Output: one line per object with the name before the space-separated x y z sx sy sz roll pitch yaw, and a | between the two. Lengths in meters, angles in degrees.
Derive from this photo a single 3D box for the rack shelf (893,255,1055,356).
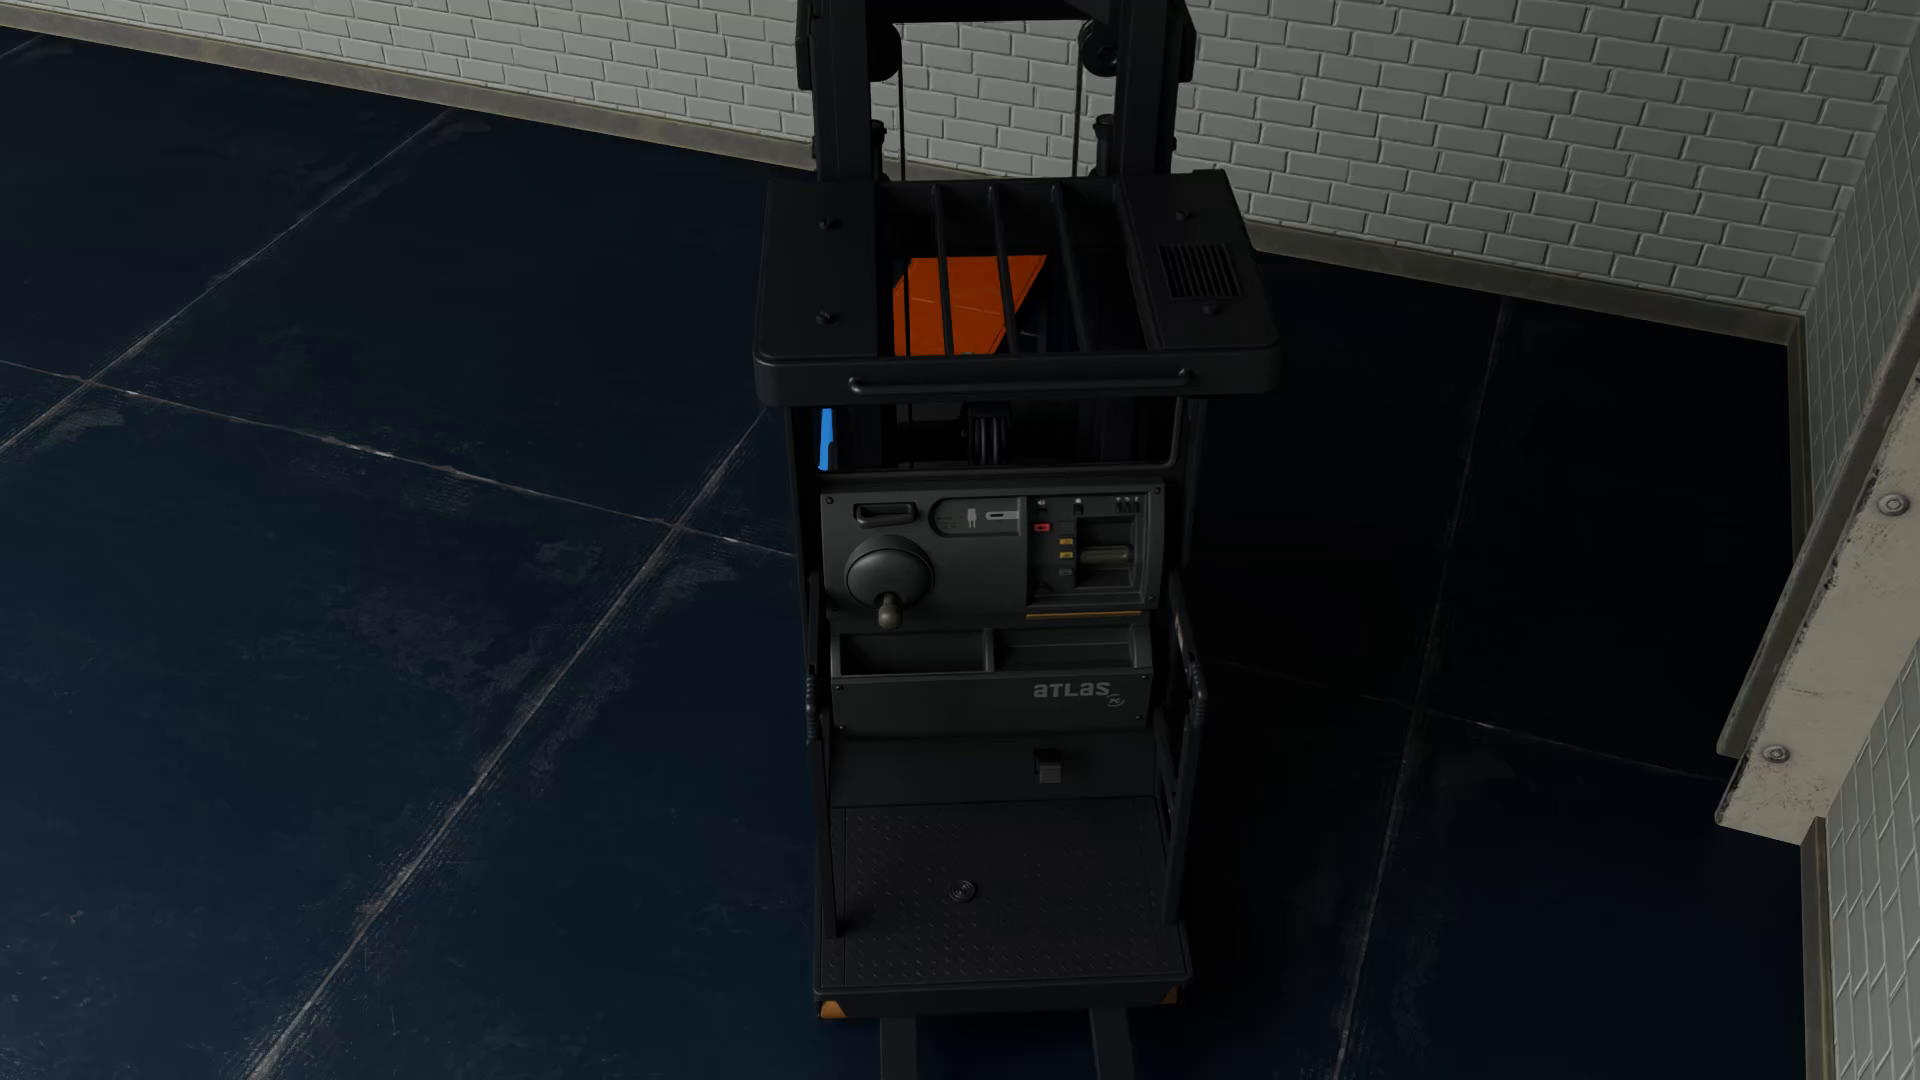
rack shelf | -0.032 -0.800 6.370 0.538 0.278 1.000 12 42 14

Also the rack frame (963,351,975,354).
rack frame | -0.191 -0.264 6.192 0.500 1.125 0.032 12 42 14

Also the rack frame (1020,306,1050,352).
rack frame | 0.126 -0.891 6.927 0.500 1.125 0.032 12 42 14

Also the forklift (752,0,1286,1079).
forklift | 0.104 0.114 4.358 1.130 2.935 3.031 -2 41 -2

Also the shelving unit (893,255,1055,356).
shelving unit | -0.032 -0.577 6.560 0.538 1.125 1.048 12 42 14

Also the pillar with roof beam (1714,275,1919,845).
pillar with roof beam | -1.280 -3.506 3.926 9.100 9.000 0.400 13 42 15
